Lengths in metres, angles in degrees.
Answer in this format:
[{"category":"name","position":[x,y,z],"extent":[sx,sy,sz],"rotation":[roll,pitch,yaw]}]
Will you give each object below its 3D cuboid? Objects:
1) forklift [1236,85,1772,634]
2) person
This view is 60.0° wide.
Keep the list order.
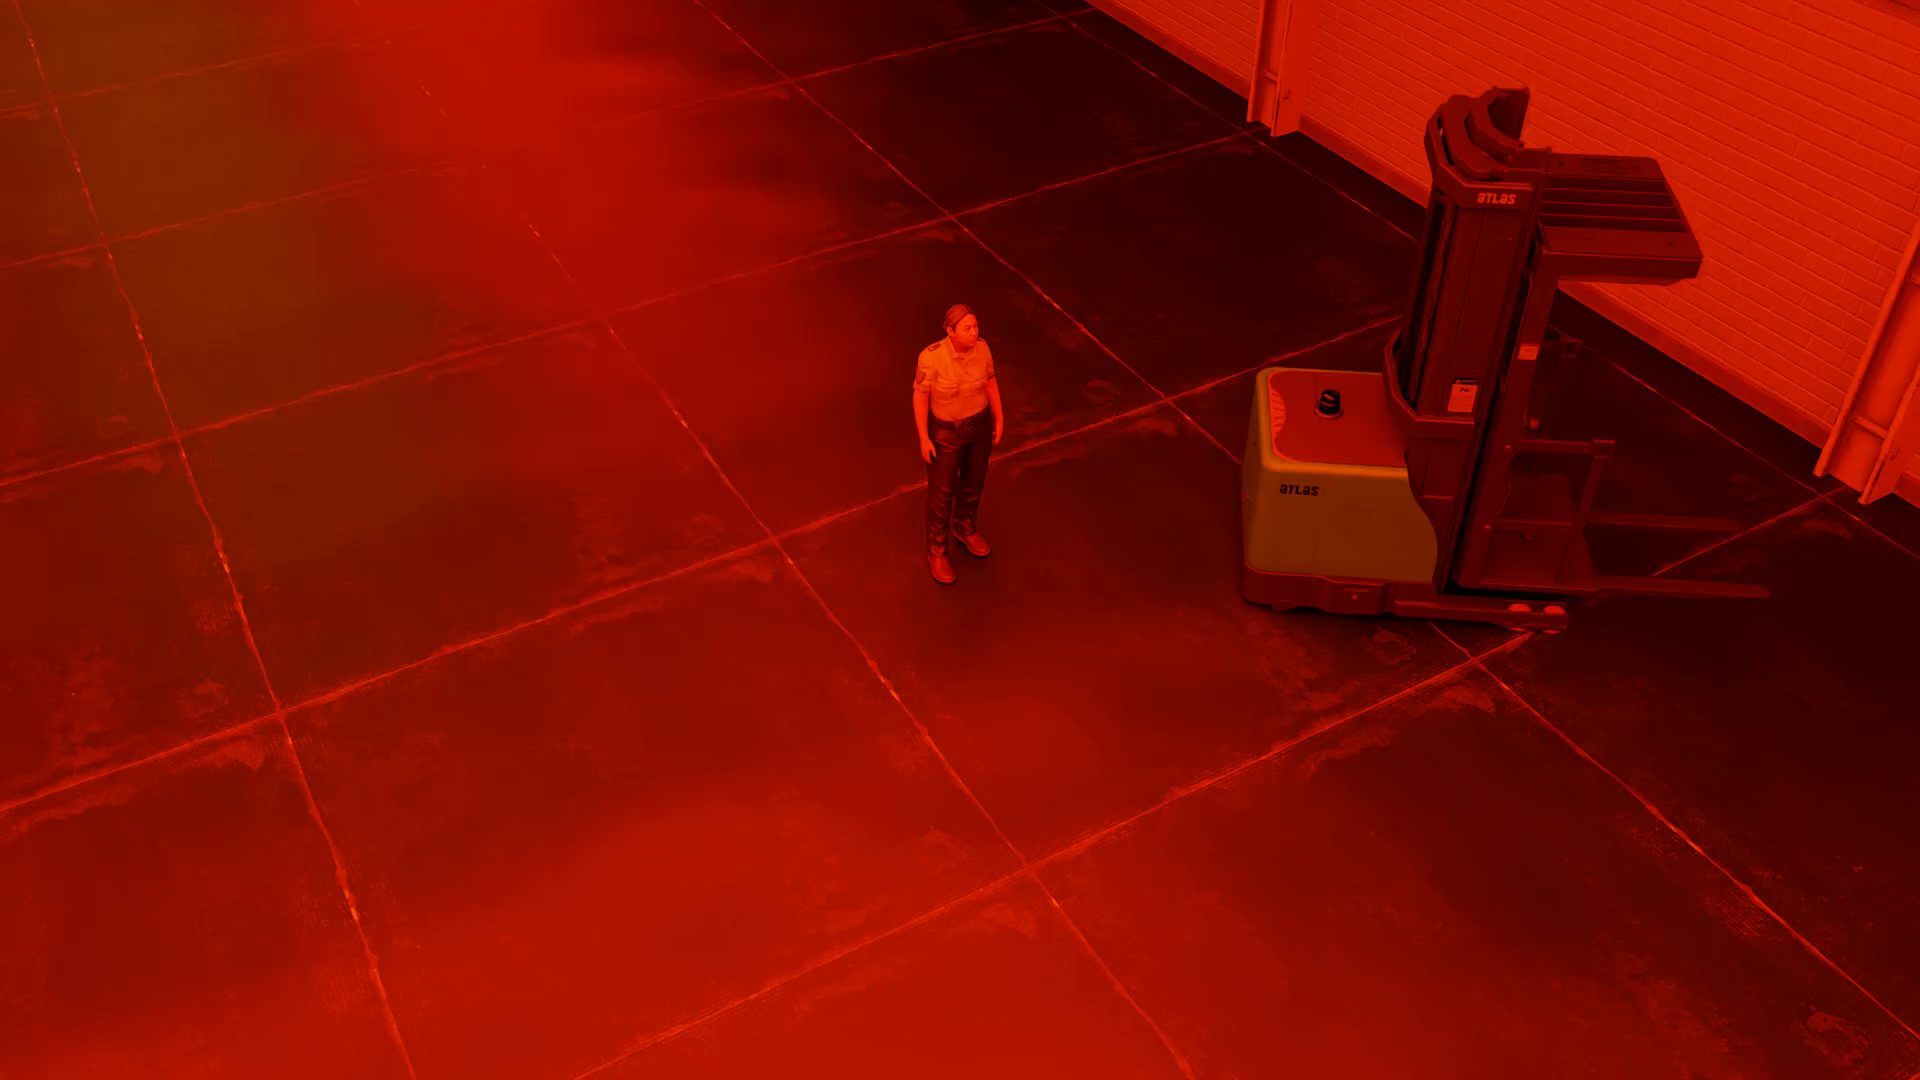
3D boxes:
[{"category":"forklift","position":[3.211,-0.942,9.171],"extent":[3.031,2.935,1.130],"rotation":[4,40,4]},{"category":"person","position":[0.025,-0.582,9.733],"extent":[0.598,1.651,0.502],"rotation":[-20,44,-23]}]
